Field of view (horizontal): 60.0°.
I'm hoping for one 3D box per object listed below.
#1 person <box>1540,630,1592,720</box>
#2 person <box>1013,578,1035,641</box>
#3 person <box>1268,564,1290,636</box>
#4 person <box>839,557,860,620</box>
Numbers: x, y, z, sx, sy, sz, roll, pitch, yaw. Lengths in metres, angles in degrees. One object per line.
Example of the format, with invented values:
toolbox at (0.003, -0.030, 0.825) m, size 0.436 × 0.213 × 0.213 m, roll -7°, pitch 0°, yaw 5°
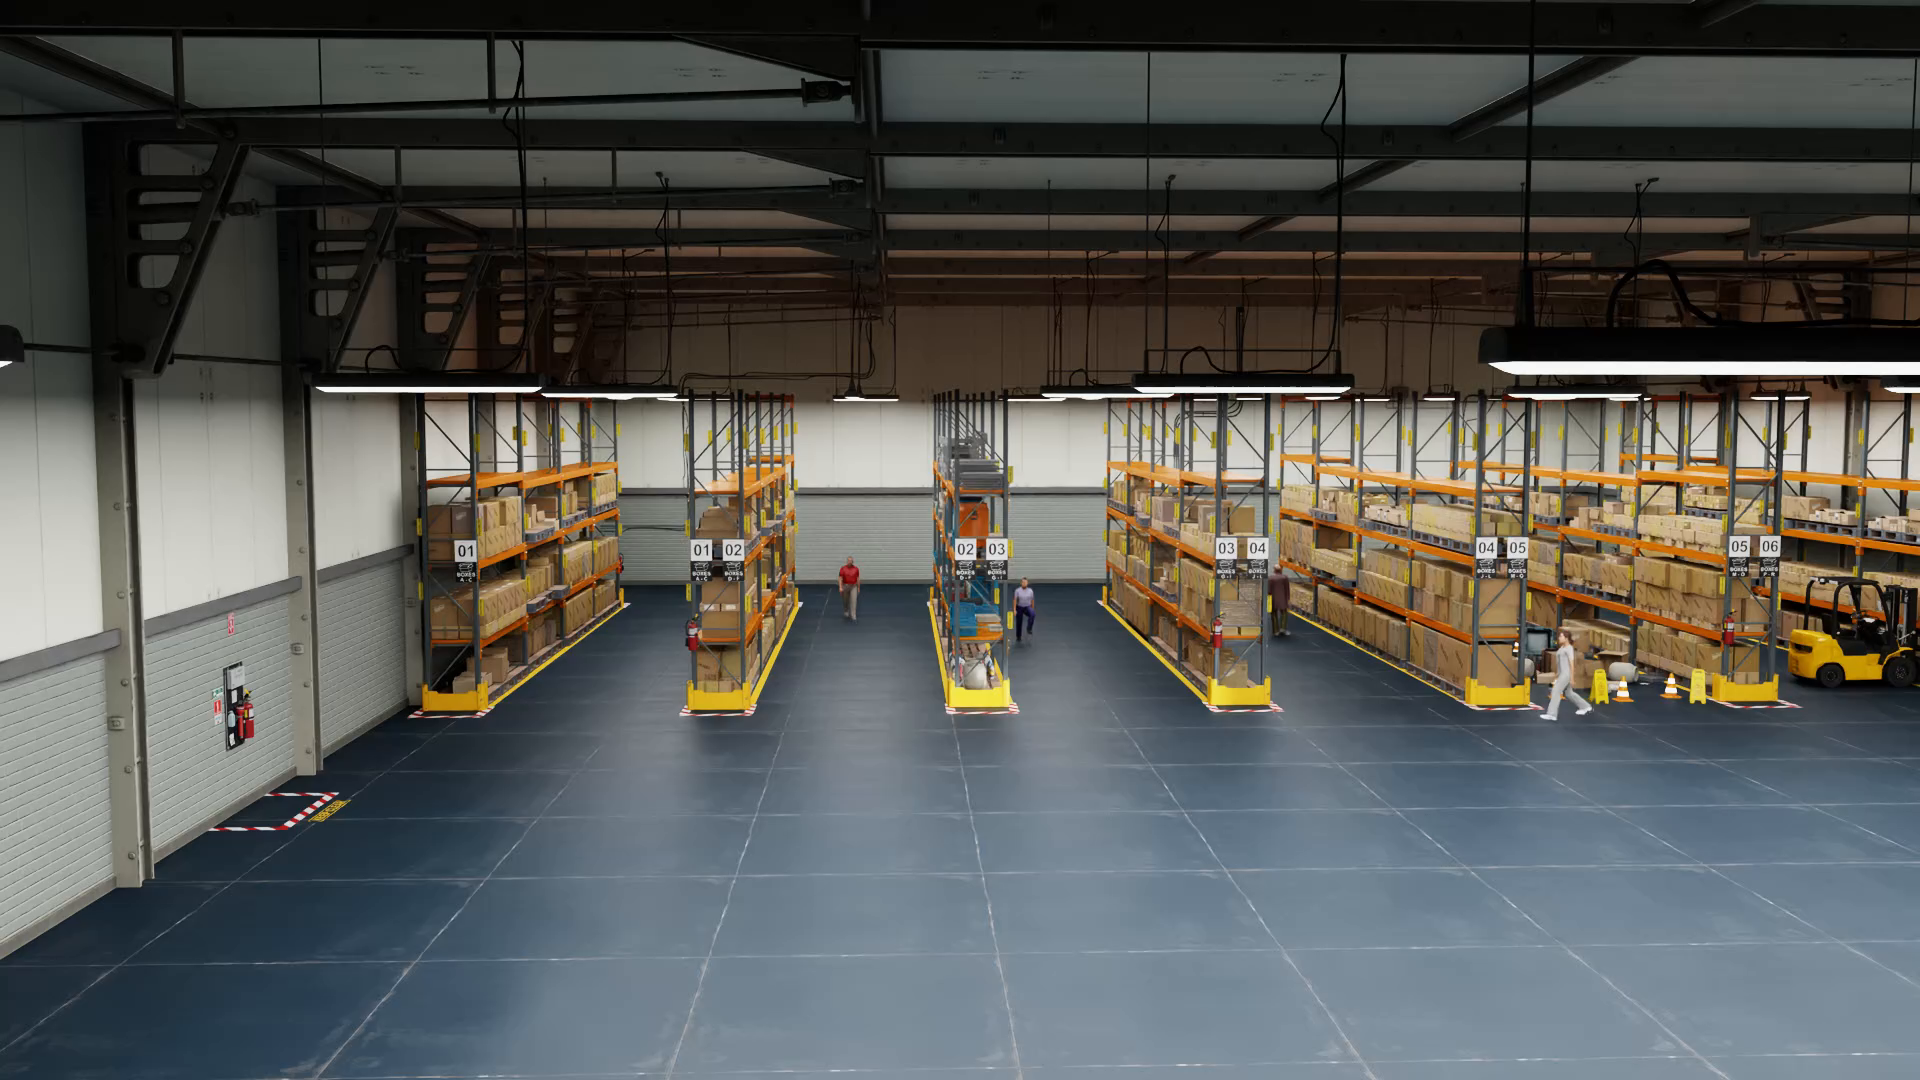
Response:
person at (11.006, 2.446, 30.117) m, size 1.002 × 1.627 × 0.446 m, roll 0°, pitch 5°, yaw -2°
person at (1.526, 1.682, 39.597) m, size 0.536 × 1.544 × 1.054 m, roll 0°, pitch 5°, yaw -5°
person at (7.869, 1.485, 41.174) m, size 0.617 × 1.775 × 0.592 m, roll 0°, pitch 5°, yaw -1°
person at (-2.939, 1.277, 44.182) m, size 0.573 × 1.664 × 1.099 m, roll 0°, pitch 5°, yaw -5°
